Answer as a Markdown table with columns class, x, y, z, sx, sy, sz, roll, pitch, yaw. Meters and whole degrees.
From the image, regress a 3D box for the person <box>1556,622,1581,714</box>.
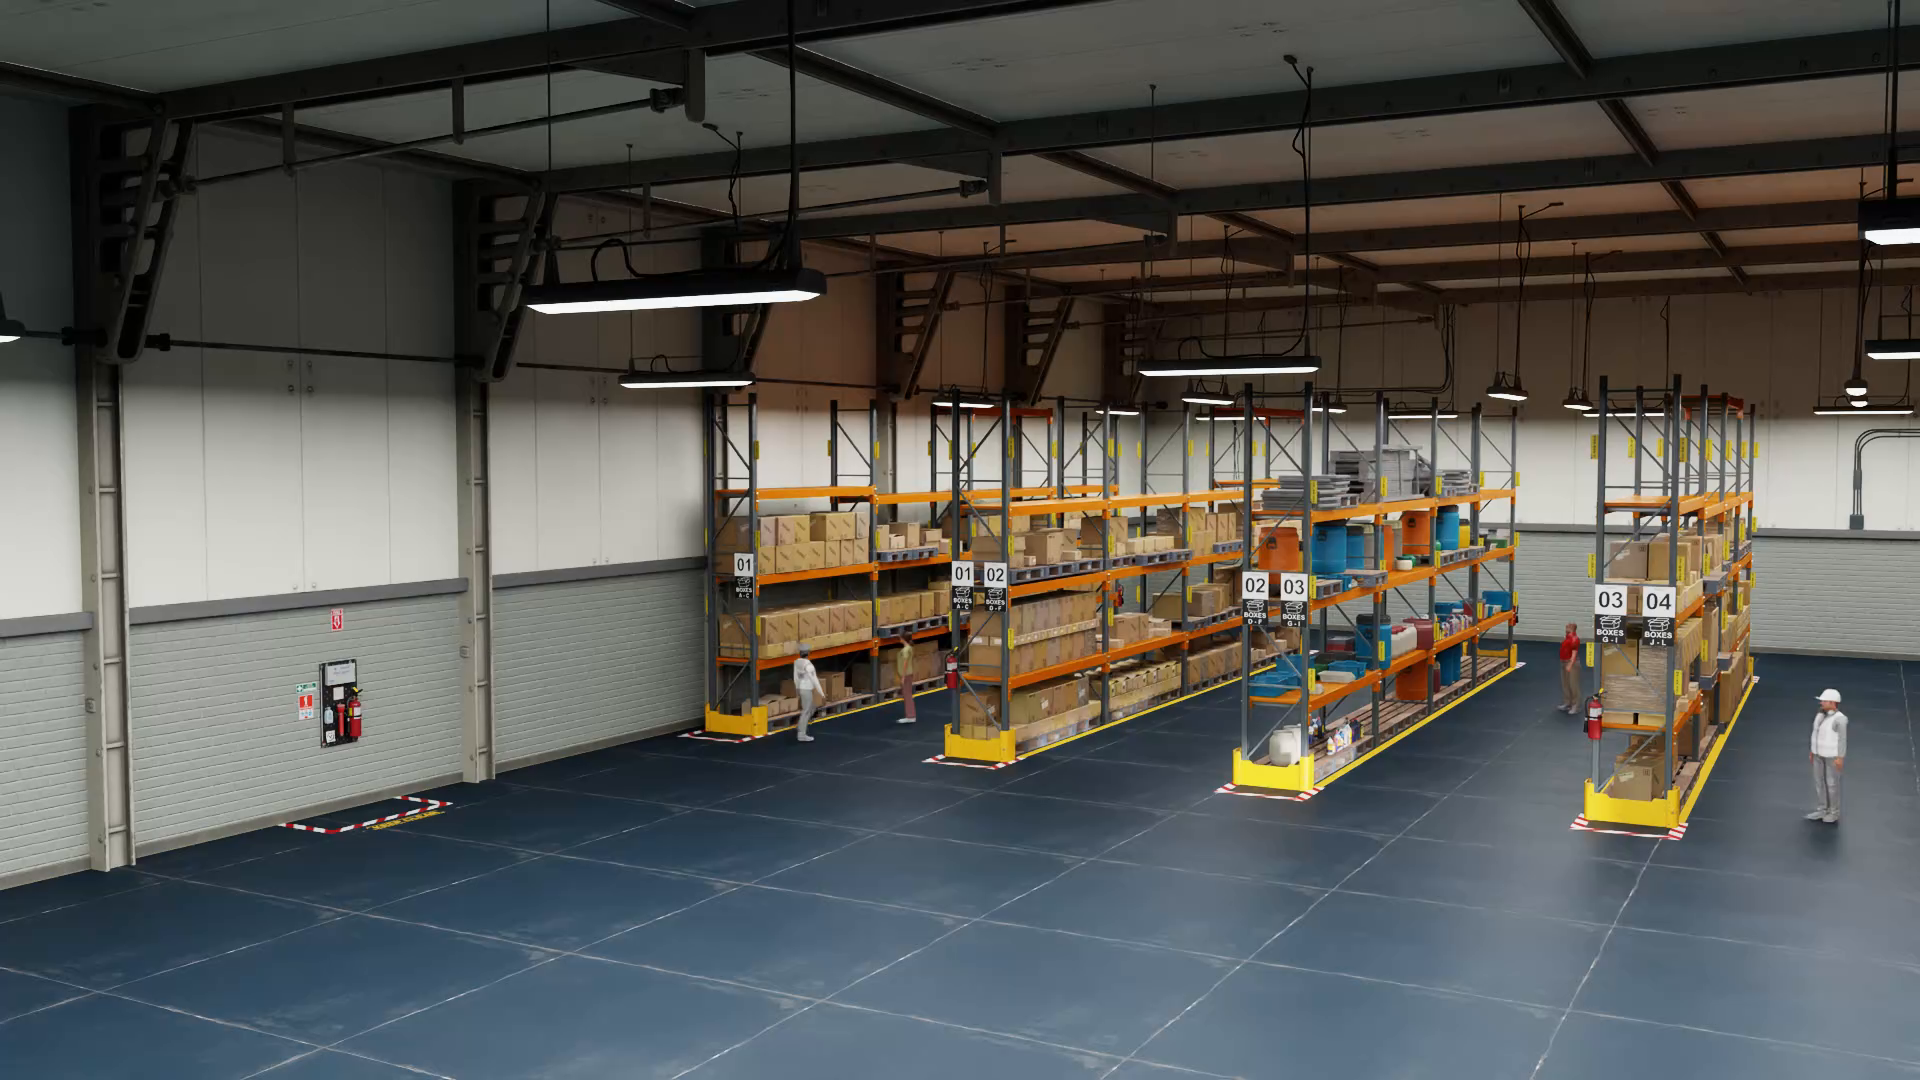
| class | x | y | z | sx | sy | sz | roll | pitch | yaw |
| --- | --- | --- | --- | --- | --- | --- | --- | --- | --- |
| person | 11.670 | 2.441 | 31.820 | 0.394 | 1.765 | 0.543 | 0 | 3 | -8 |

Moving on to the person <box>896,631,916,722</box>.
| class | x | y | z | sx | sy | sz | roll | pitch | yaw |
| --- | --- | --- | --- | --- | --- | --- | --- | --- | --- |
| person | -0.988 | 2.526 | 30.515 | 0.359 | 1.707 | 0.548 | 0 | 3 | 6 |

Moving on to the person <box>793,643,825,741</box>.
| class | x | y | z | sx | sy | sz | roll | pitch | yaw |
| --- | --- | --- | --- | --- | --- | --- | --- | --- | --- |
| person | -2.607 | 2.621 | 28.627 | 0.491 | 1.713 | 0.516 | -1 | 3 | -25 |

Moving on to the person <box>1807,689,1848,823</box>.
| class | x | y | z | sx | sy | sz | roll | pitch | yaw |
| --- | --- | --- | --- | --- | --- | --- | --- | --- | --- |
| person | 11.691 | 2.895 | 22.394 | 0.374 | 1.784 | 0.552 | -1 | 3 | -13 |
